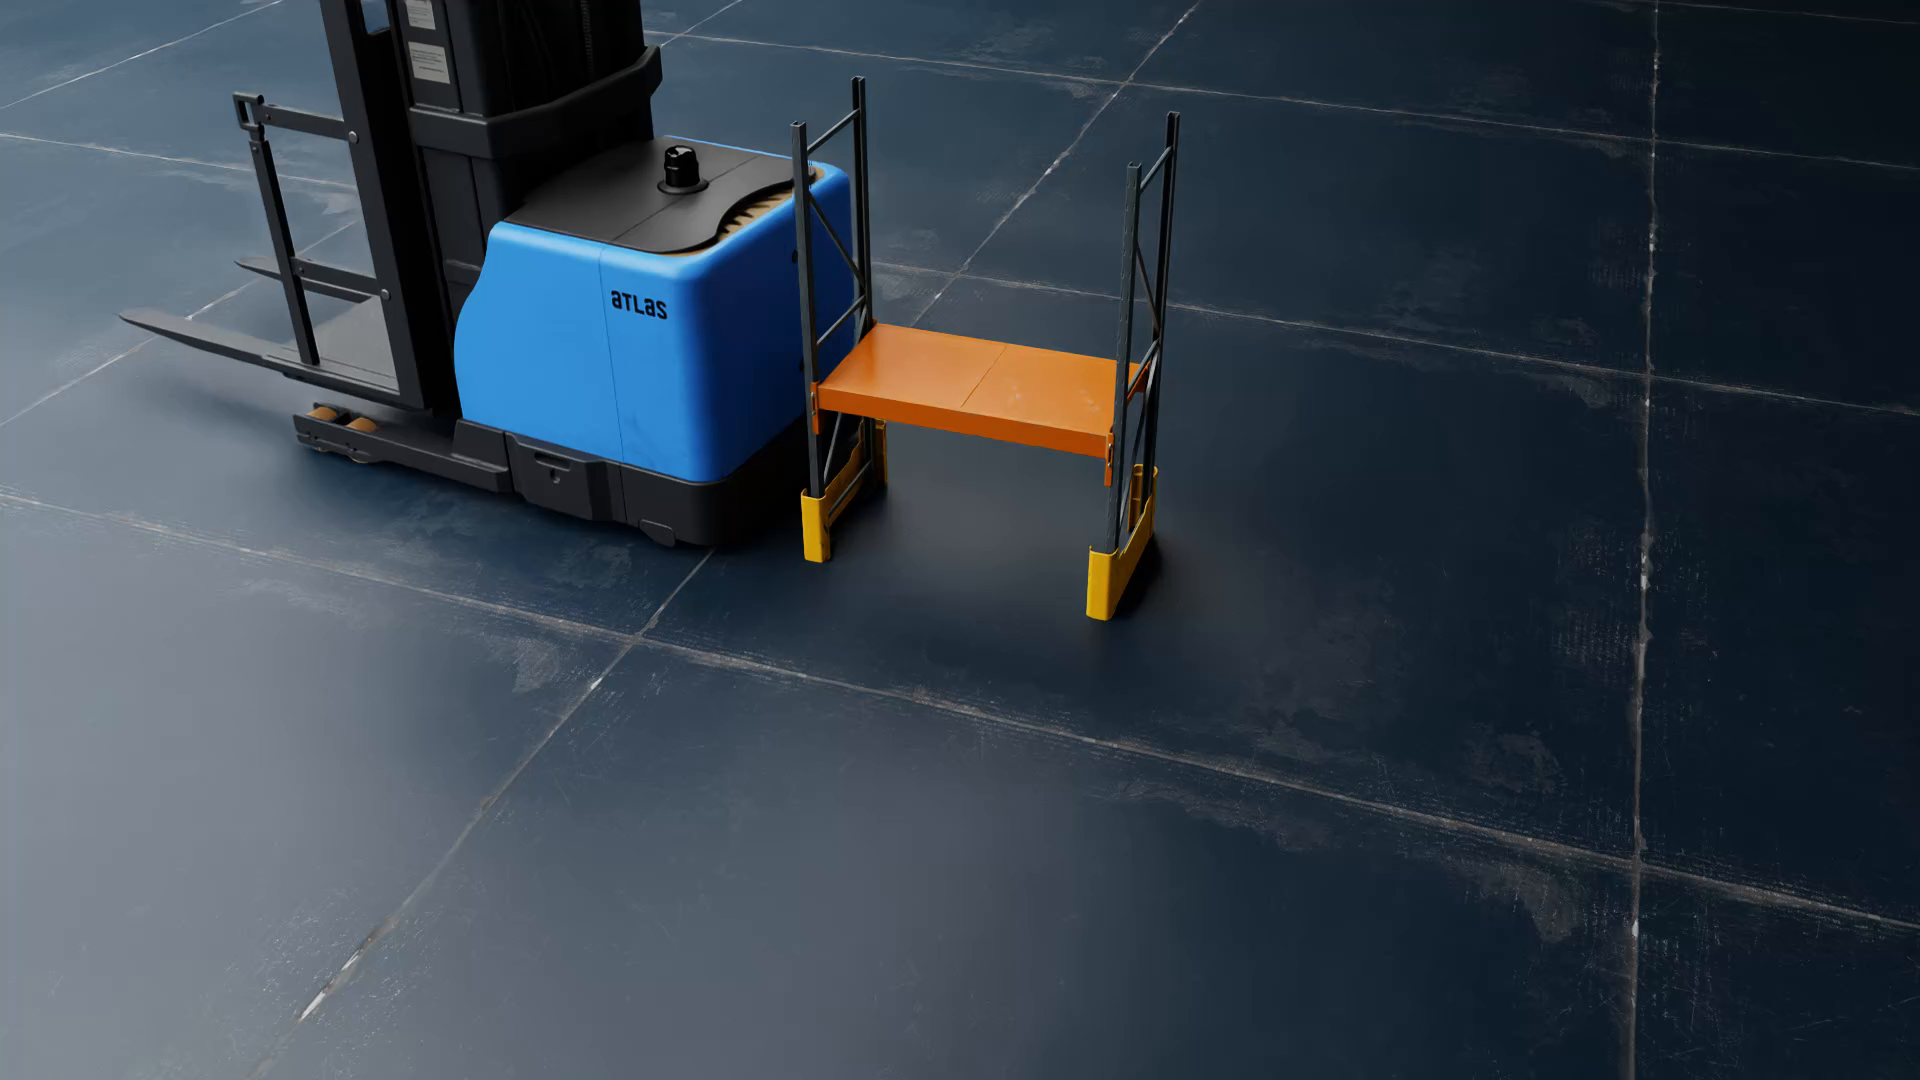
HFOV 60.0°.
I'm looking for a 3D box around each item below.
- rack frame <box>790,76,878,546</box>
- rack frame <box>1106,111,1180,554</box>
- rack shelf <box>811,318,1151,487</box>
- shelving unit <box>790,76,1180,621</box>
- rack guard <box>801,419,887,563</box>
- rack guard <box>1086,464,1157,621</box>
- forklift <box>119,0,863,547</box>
[{"bbox_3d":[-0.398,-0.707,5.463,0.032,1.500,0.500,11,34,16],"label":"rack frame"},{"bbox_3d":[0.559,-0.521,5.175,0.032,1.500,0.500,11,34,16],"label":"rack frame"},{"bbox_3d":[0.080,-0.463,5.417,1.000,0.185,0.538,11,34,16],"label":"rack shelf"},{"bbox_3d":[0.072,-0.616,5.322,1.083,1.500,0.587,11,34,16],"label":"shelving unit"},{"bbox_3d":[-0.397,-0.182,5.802,0.087,0.250,0.587,11,34,16],"label":"rack guard"},{"bbox_3d":[0.541,0.000,5.519,0.087,0.250,0.587,11,34,16],"label":"rack guard"},{"bbox_3d":[-1.919,-1.753,5.764,3.031,2.935,1.130,15,36,22],"label":"forklift"}]
